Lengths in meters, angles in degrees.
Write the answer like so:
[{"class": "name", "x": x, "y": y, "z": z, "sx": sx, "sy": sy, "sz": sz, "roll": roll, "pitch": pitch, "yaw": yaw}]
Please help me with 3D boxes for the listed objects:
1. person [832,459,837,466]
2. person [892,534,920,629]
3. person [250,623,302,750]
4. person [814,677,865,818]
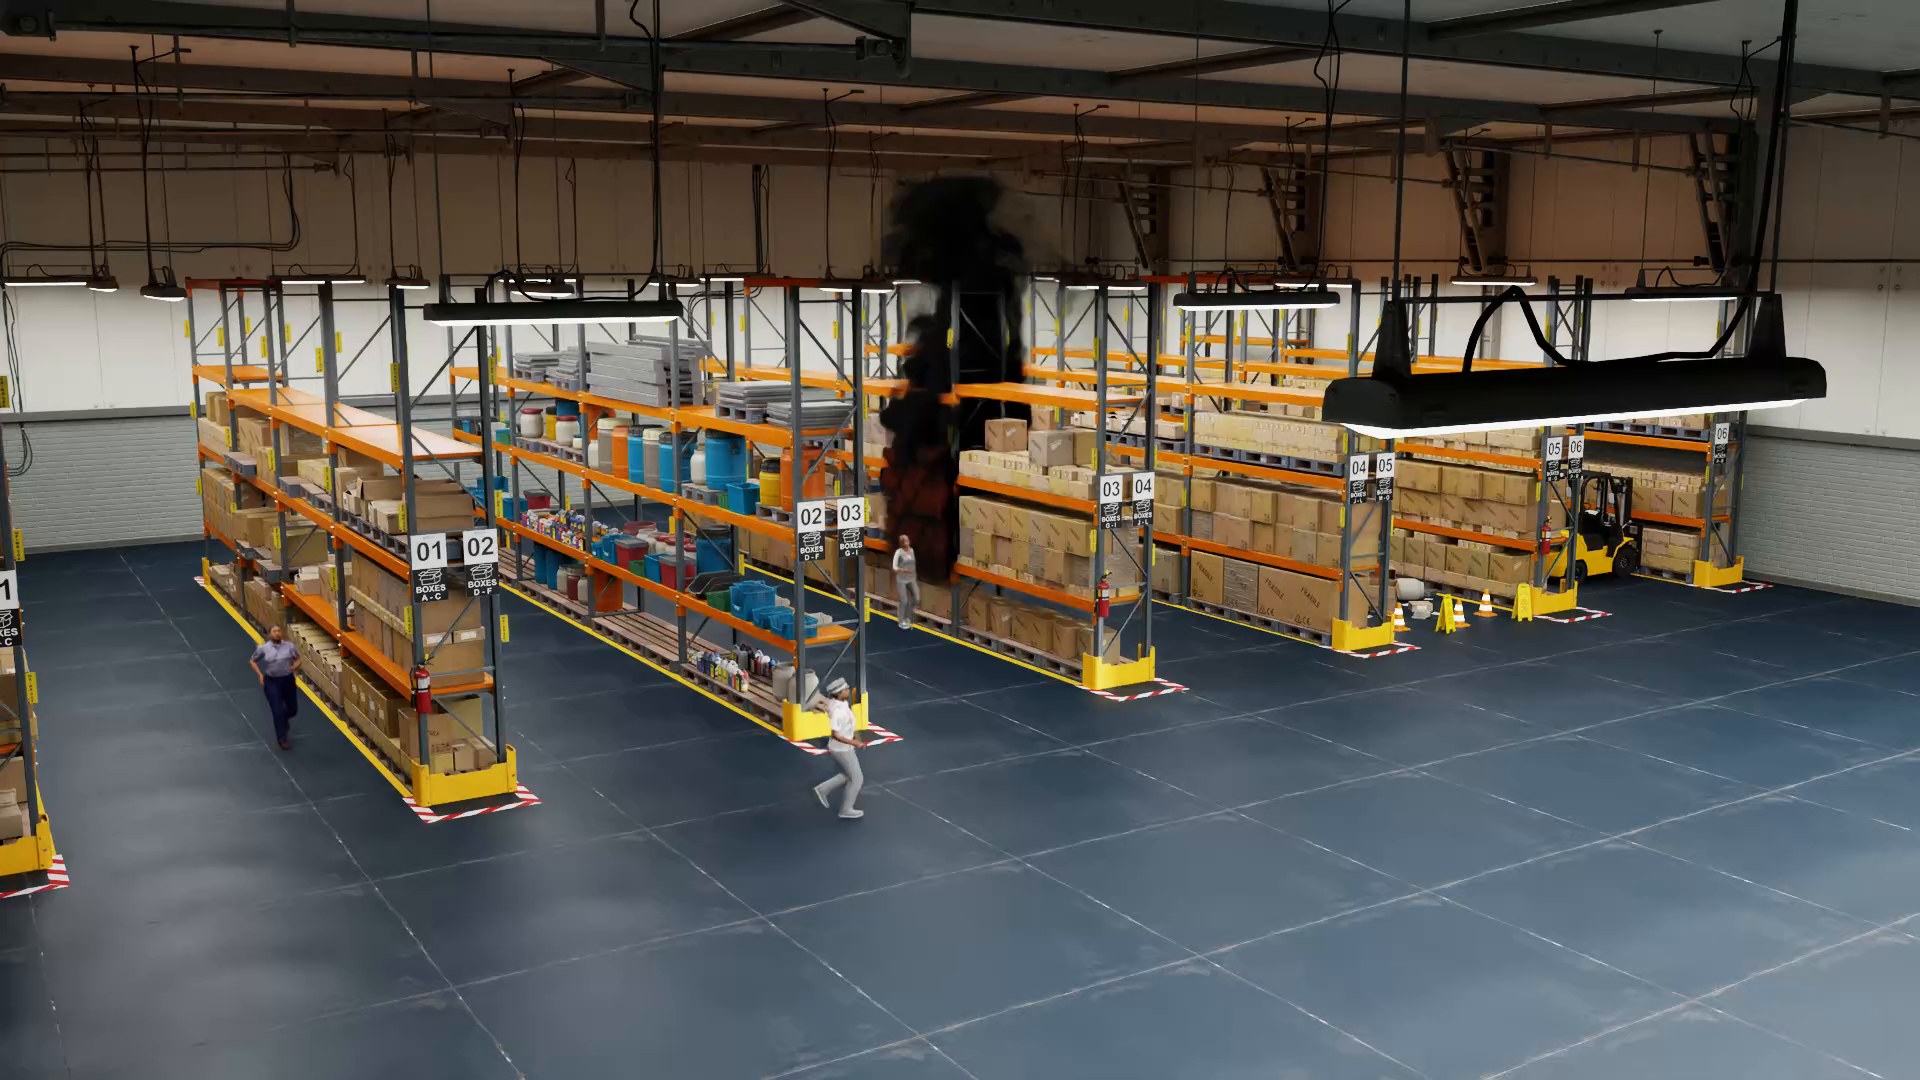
[{"class": "person", "x": -2.935, "y": -1.067, "z": 39.302, "sx": 0.688, "sy": 1.697, "sz": 0.528, "roll": -2, "pitch": 10, "yaw": -12}, {"class": "person", "x": -0.847, "y": 0.699, "z": 27.382, "sx": 0.524, "sy": 1.587, "sz": 0.543, "roll": -7, "pitch": 12, "yaw": -35}, {"class": "person", "x": -8.968, "y": 1.898, "z": 21.887, "sx": 0.620, "sy": 1.603, "sz": 0.843, "roll": -7, "pitch": 12, "yaw": -36}, {"class": "person", "x": -1.372, "y": 2.369, "z": 18.968, "sx": 0.574, "sy": 1.645, "sz": 0.574, "roll": -1, "pitch": 10, "yaw": -7}]
